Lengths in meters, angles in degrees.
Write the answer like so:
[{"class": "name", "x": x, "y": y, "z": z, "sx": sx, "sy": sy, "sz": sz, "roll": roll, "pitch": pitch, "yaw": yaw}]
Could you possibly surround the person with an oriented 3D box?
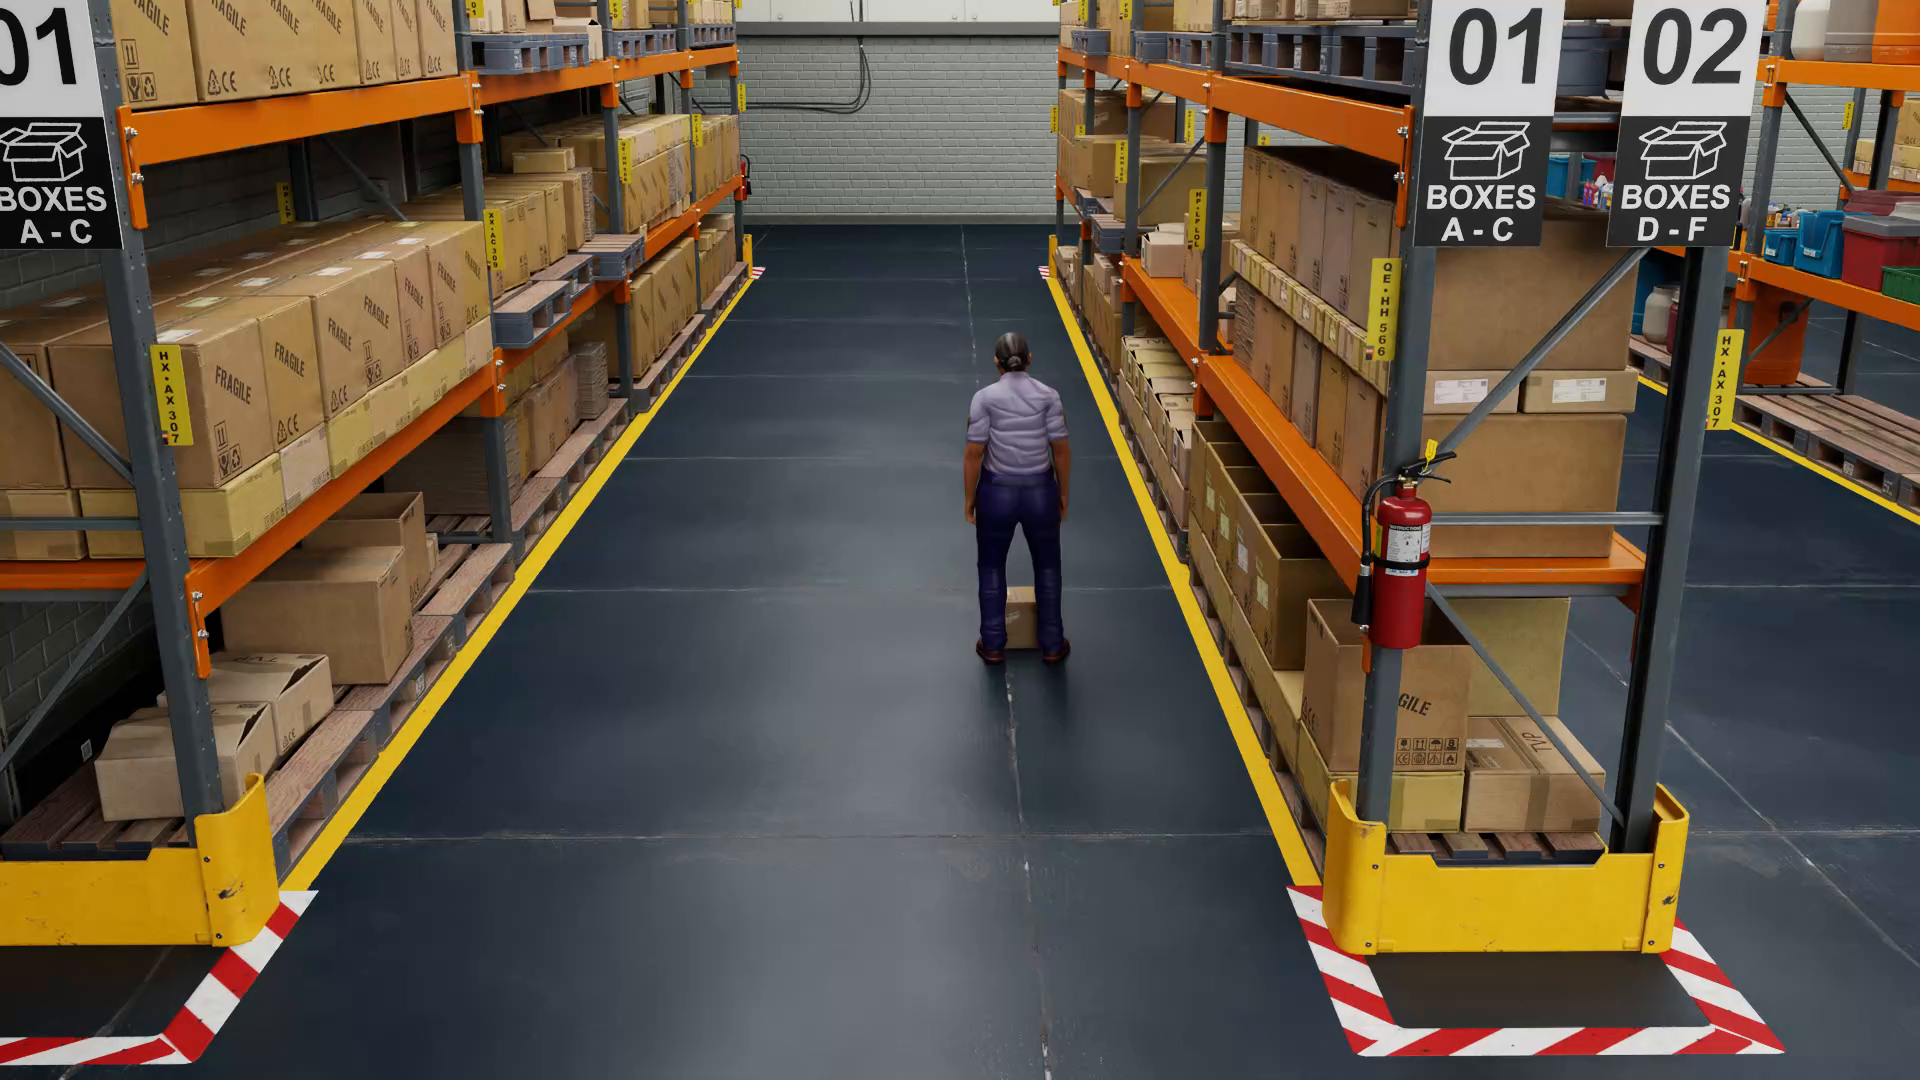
[{"class": "person", "x": 0.293, "y": -0.194, "z": 8.194, "sx": 0.556, "sy": 1.647, "sz": 0.376, "roll": -1, "pitch": 17, "yaw": -3}]
